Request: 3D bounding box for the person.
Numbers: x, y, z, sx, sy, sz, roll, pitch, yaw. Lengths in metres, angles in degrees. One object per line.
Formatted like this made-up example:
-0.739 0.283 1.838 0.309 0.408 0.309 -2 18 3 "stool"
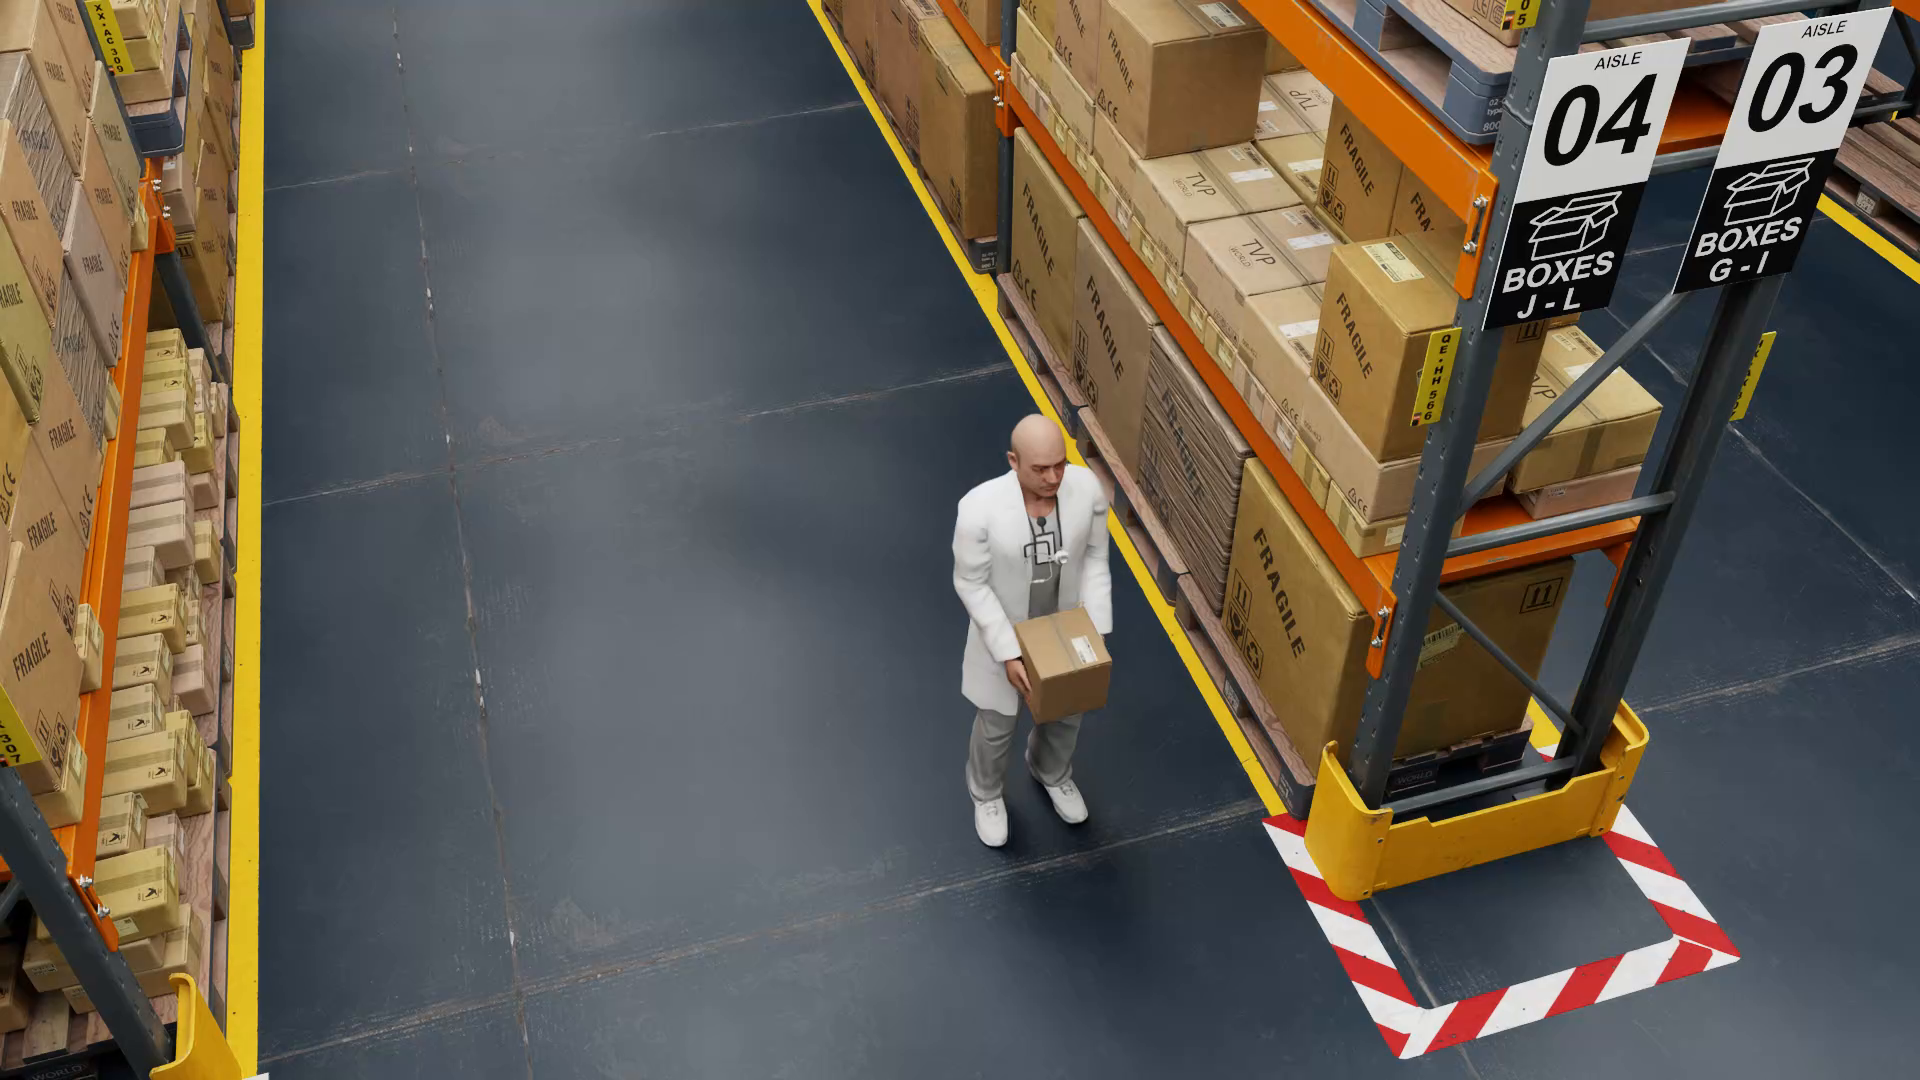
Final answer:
0.275 0.363 5.757 0.563 1.782 0.508 -13 43 -14 "person"
